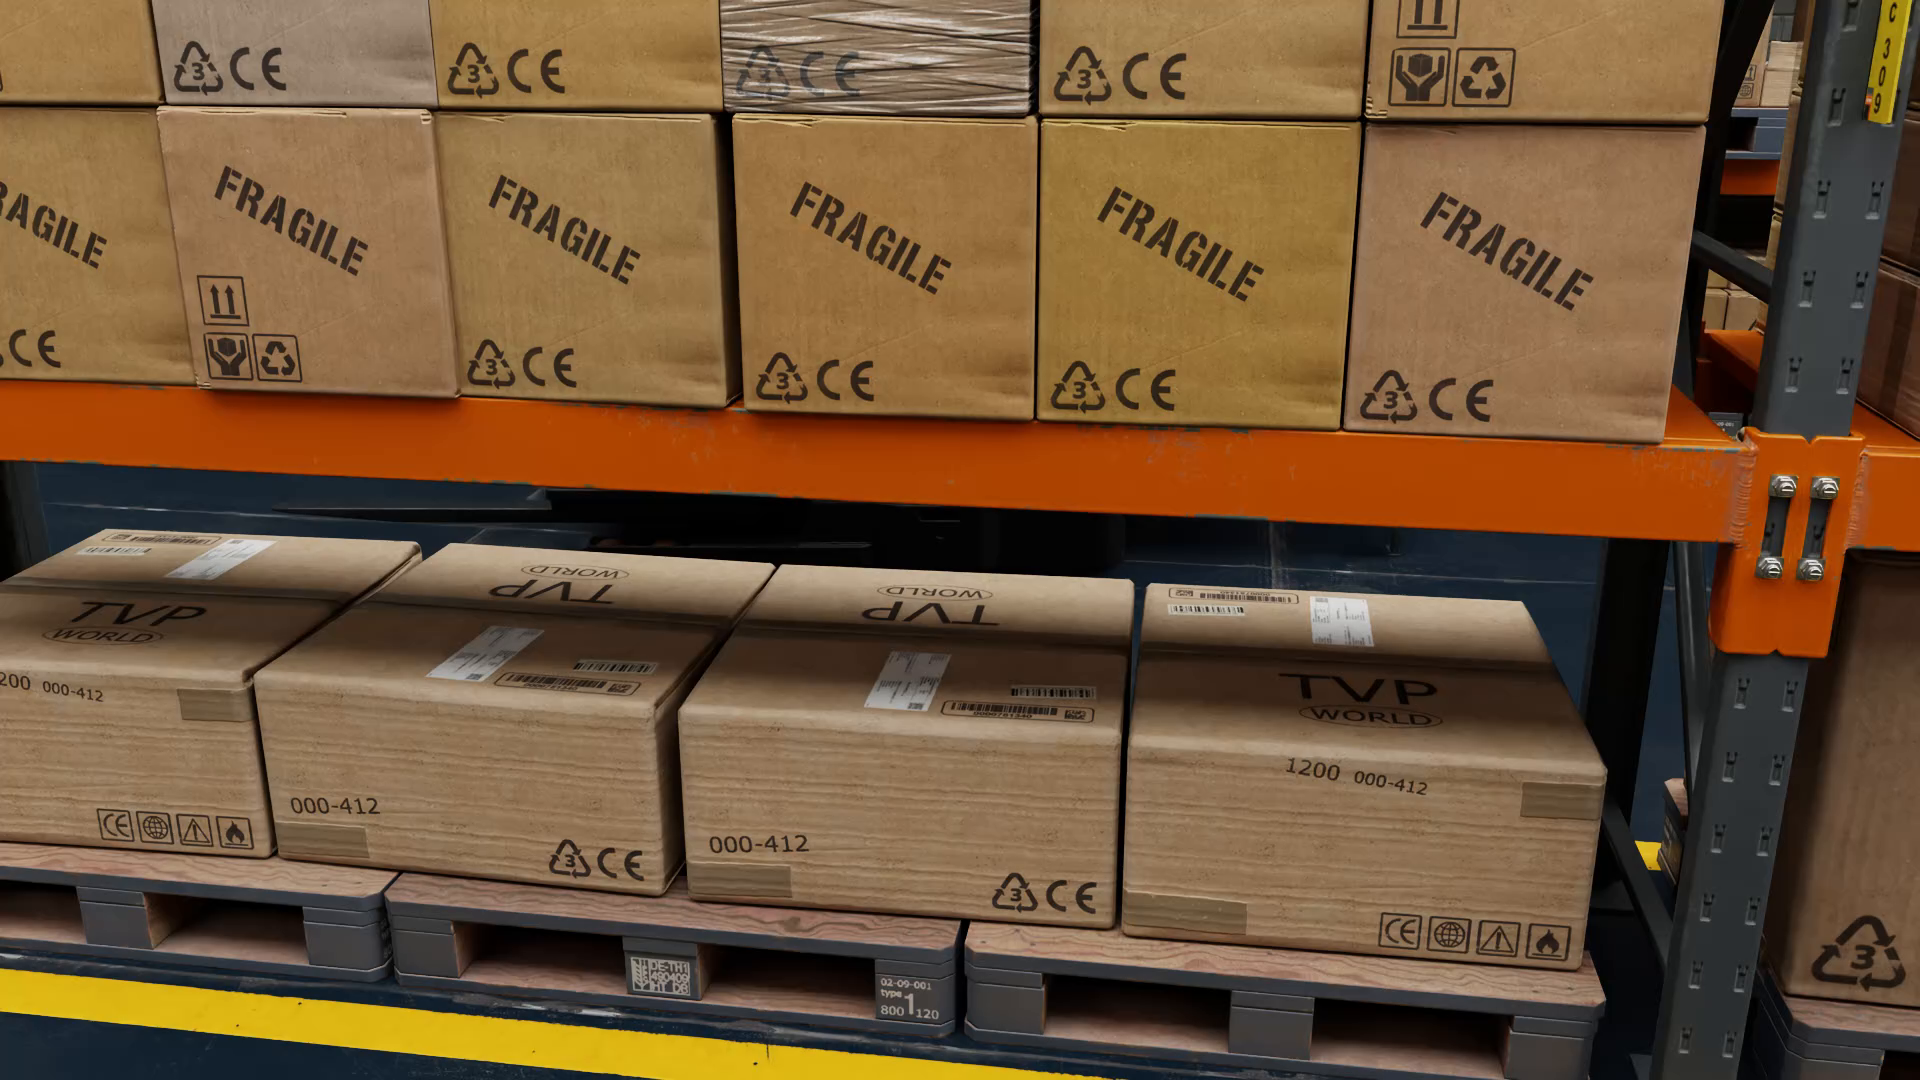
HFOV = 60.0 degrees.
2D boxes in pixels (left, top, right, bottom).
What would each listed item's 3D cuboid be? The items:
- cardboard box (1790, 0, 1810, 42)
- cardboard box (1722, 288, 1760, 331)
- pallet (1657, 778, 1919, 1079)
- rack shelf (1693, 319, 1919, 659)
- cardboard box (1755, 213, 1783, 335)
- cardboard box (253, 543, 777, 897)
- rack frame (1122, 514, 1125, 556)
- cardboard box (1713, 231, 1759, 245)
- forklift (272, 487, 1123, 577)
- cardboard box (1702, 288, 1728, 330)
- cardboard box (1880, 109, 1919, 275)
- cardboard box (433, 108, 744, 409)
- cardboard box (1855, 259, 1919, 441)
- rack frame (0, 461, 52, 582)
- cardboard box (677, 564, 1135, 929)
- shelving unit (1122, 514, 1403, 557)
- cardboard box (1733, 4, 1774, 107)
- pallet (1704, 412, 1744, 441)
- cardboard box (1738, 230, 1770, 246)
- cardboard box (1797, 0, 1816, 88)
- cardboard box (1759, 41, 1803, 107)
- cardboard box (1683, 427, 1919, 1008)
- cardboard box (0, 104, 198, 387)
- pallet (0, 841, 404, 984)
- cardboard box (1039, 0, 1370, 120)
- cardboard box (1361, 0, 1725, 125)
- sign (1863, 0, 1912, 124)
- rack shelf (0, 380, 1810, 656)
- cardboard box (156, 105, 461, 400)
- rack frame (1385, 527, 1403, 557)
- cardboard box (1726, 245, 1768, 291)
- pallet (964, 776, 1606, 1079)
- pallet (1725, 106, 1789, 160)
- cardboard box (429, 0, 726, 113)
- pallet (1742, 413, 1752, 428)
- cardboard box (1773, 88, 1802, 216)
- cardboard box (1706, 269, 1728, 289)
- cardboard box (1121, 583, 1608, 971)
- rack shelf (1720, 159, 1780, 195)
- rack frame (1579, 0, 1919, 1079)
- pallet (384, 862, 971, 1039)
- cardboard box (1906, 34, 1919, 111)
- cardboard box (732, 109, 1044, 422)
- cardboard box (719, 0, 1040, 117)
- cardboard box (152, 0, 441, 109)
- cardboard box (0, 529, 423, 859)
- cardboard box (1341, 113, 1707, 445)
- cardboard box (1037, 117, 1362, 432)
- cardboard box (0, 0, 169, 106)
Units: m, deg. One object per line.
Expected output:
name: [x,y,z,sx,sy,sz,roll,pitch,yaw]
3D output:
cardboard box: [3.929,-2.129,7.120,0.500,0.500,0.700,3,19,8]
cardboard box: [3.662,-0.911,7.577,0.500,0.500,0.500,2,19,7]
pallet: [2.191,0.850,3.429,1.213,0.211,1.003,3,19,9]
rack shelf: [3.391,-0.046,2.846,4.000,0.370,1.077,3,19,9]
cardboard box: [1.900,-0.473,3.225,0.500,0.250,0.500,2,19,7]
cardboard box: [-0.960,0.373,3.839,0.875,0.438,0.875,3,19,10]
rack frame: [0.591,-0.730,6.122,0.032,1.500,0.500,0,19,0]
cardboard box: [3.632,-1.379,7.953,0.250,0.149,0.380,3,19,10]
forklift: [-0.941,-1.392,5.844,3.031,2.935,1.130,0,19,0]
cardboard box: [3.170,-0.938,7.656,0.500,0.500,0.500,3,19,8]
cardboard box: [1.806,-0.543,2.647,0.500,0.250,0.500,2,19,7]
cardboard box: [-0.604,-0.554,3.074,0.500,0.500,0.500,4,19,10]
cardboard box: [1.809,-0.311,2.743,0.500,0.250,0.500,2,19,7]
rack frame: [-2.533,-0.689,3.634,0.127,3.000,1.000,3,19,9]
cardboard box: [-0.070,0.418,3.701,0.875,0.438,0.875,2,19,7]
shelving unit: [1.099,-0.729,6.119,1.048,1.500,0.538,0,19,0]
cardboard box: [3.154,-2.169,7.238,0.500,0.500,0.700,3,19,9]
pallet: [3.009,-0.691,8.036,1.213,0.211,1.003,3,19,9]
cardboard box: [3.894,-1.384,7.967,0.250,0.149,0.380,3,19,9]
cardboard box: [1.898,-1.065,3.026,0.500,0.500,0.500,4,19,10]
cardboard box: [3.511,-1.988,7.067,0.258,0.266,0.396,4,19,11]
cardboard box: [2.042,0.327,3.285,0.875,0.875,0.875,4,19,10]
cardboard box: [-1.600,-0.605,3.227,0.500,0.500,0.500,3,19,8]
pallet: [-1.731,0.649,4.029,1.213,0.211,1.003,3,19,9]
cardboard box: [0.407,-0.974,2.754,0.500,0.500,0.500,3,19,8]
cardboard box: [0.907,-0.946,2.670,0.500,0.500,0.500,3,19,8]
sign: [1.330,-0.762,2.363,0.005,0.325,0.100,3,19,9]
rack shelf: [-0.558,-0.247,3.447,4.000,0.370,1.077,3,19,9]
cardboard box: [-1.101,-0.574,3.134,0.500,0.500,0.500,3,19,8]
rack frame: [1.607,-0.728,6.116,0.032,1.500,0.500,0,19,0]
cardboard box: [3.567,-1.230,7.506,0.250,0.149,0.380,3,19,9]
pallet: [0.678,0.772,3.662,1.213,0.211,1.003,3,19,9]
pallet: [2.972,-1.877,7.489,1.213,0.211,1.003,3,19,9]
cardboard box: [-0.590,-1.025,2.905,0.500,0.500,0.500,3,19,9]
pallet: [4.218,-0.630,7.855,1.213,0.211,1.003,3,19,9]
cardboard box: [1.891,-0.707,3.138,0.500,0.250,0.500,3,19,9]
cardboard box: [3.326,-1.254,7.579,0.250,0.149,0.380,3,19,8]
cardboard box: [0.814,0.463,3.567,0.875,0.438,0.875,3,19,8]
rack shelf: [4.175,-1.601,7.494,4.000,0.370,1.077,3,19,9]
rack frame: [1.417,-0.487,3.032,0.127,3.000,1.000,3,19,9]
pallet: [-0.530,0.712,3.844,1.213,0.211,1.003,3,19,9]
cardboard box: [1.806,-0.897,2.522,0.500,0.500,0.500,3,19,9]
cardboard box: [-0.089,-0.523,2.981,0.500,0.500,0.500,3,19,8]
cardboard box: [-0.097,-0.997,2.822,0.500,0.500,0.500,3,19,9]
cardboard box: [-1.083,-1.050,2.979,0.500,0.500,0.500,3,19,8]
cardboard box: [-1.865,0.329,3.968,0.875,0.438,0.875,2,19,7]
cardboard box: [0.918,-0.478,2.847,0.500,0.500,0.500,3,19,9]
cardboard box: [0.409,-0.502,2.919,0.500,0.500,0.500,2,19,7]
cardboard box: [-1.593,-1.073,3.049,0.500,0.500,0.500,2,19,7]
